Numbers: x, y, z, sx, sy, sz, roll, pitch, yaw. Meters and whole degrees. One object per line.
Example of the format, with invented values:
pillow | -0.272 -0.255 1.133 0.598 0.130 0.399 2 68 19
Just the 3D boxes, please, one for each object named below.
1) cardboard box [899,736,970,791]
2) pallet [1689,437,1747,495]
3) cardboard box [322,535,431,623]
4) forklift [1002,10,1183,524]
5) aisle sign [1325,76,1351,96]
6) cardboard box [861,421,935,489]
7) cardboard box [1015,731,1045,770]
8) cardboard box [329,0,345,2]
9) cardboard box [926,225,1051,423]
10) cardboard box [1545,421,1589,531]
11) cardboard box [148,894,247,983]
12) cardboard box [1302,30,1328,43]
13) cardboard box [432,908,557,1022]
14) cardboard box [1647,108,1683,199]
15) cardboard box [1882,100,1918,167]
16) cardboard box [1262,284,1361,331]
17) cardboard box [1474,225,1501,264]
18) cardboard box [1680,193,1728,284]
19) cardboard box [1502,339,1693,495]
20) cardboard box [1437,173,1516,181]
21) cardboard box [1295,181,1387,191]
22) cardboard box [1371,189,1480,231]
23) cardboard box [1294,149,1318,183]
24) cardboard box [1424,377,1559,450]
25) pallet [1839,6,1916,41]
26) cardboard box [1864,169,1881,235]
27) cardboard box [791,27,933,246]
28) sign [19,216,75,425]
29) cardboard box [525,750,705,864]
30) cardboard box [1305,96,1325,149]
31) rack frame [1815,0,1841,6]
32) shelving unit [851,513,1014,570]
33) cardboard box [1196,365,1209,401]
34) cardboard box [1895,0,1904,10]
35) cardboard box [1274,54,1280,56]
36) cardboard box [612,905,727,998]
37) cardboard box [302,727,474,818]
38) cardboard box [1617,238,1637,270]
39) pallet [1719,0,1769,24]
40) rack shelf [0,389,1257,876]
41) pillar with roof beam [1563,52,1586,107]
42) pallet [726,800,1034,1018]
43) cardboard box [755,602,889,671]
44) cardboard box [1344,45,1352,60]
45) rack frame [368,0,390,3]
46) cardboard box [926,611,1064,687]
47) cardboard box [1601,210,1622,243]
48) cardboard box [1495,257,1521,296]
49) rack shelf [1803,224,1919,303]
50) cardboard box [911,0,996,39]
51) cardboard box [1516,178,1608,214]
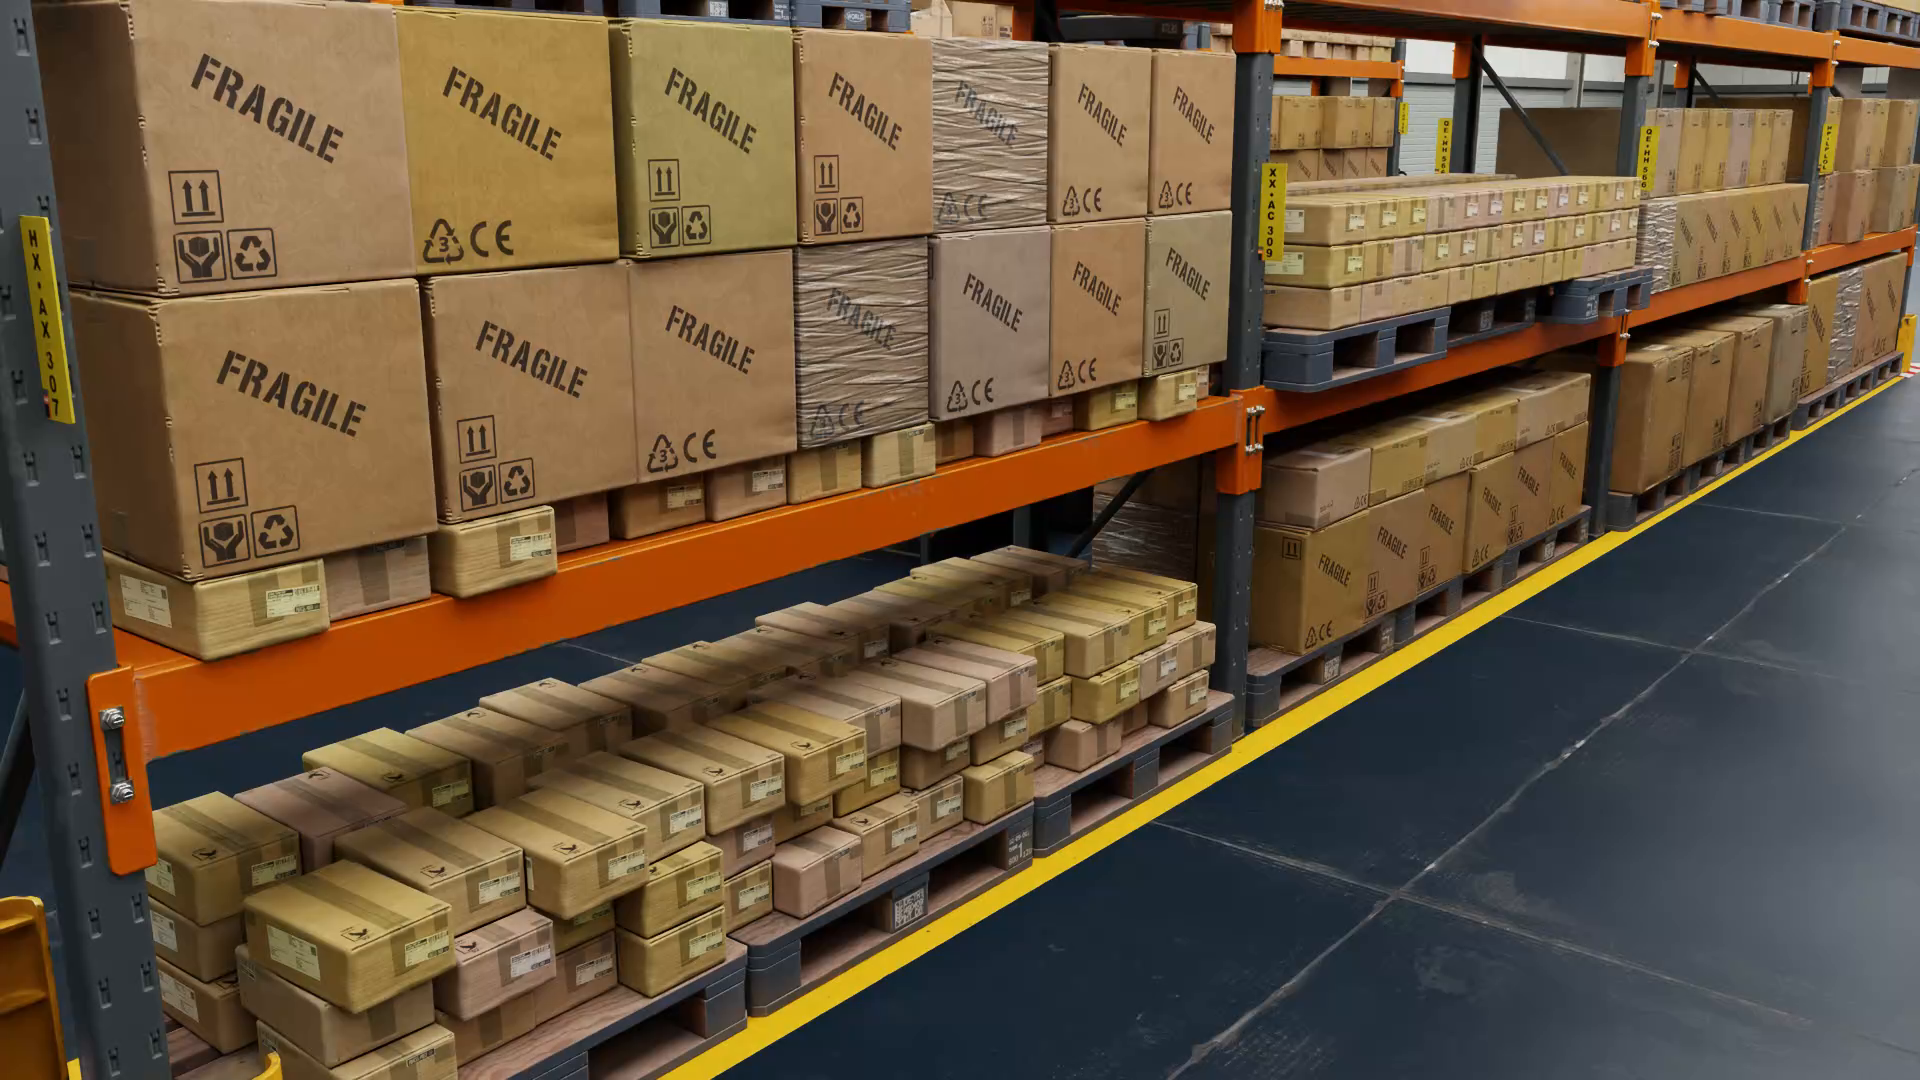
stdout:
cardboard box | -0.193 0.604 4.987 0.380 0.149 0.250 10 17 35
pallet | 4.471 -0.567 10.926 1.003 0.211 1.213 11 18 38
cardboard box | -1.292 0.041 3.380 0.380 0.149 0.250 12 19 40
forklift | 1.124 -1.804 10.271 1.130 2.935 3.031 10 17 35
aisle sign | 4.062 -5.145 18.004 0.394 0.787 0.004 11 18 38
cardboard box | -0.288 -0.257 4.553 0.380 0.149 0.250 12 18 39
cardboard box | 0.050 0.655 5.391 0.380 0.149 0.250 11 18 36
cardboard box | -5.148 -4.382 13.685 0.380 0.149 0.250 11 18 38
cardboard box | -0.090 -0.642 4.752 0.500 0.500 0.500 11 18 37
cardboard box | 2.939 -0.372 8.719 0.500 0.500 0.500 11 18 37
cardboard box | -1.769 0.874 3.922 0.380 0.149 0.250 11 18 36
cardboard box | 3.197 -4.918 15.996 0.500 0.250 0.500 11 18 38
cardboard box | -1.133 0.915 3.761 0.380 0.149 0.250 11 18 37
cardboard box | 3.756 -2.261 9.697 0.700 0.500 0.500 11 18 37
cardboard box | 7.640 -3.490 14.271 0.875 0.550 0.550 11 18 38
cardboard box | 1.241 -0.866 6.099 0.380 0.149 0.250 10 17 35
cardboard box | 2.062 -1.263 7.054 0.380 0.149 0.250 11 18 37
cardboard box | 4.276 -1.833 10.045 0.500 0.500 0.500 11 18 37
cardboard box | 3.602 -0.762 9.748 1.050 0.750 0.750 11 18 37
cardboard box | 2.706 -1.857 8.791 0.380 0.149 0.250 11 18 38
cardboard box | 1.724 -1.559 7.616 0.380 0.149 0.250 11 18 37
cardboard box | 1.894 -1.354 6.811 0.380 0.149 0.250 11 18 37
cardboard box | 3.169 -3.587 16.342 0.500 0.500 0.500 12 18 38
cardboard box | 2.615 -0.632 8.219 0.500 0.250 0.500 12 18 38
pallet | 6.953 -4.111 13.301 1.003 0.211 1.213 11 18 38
cardboard box | 7.201 -2.877 14.050 0.875 0.550 0.550 11 18 38
cardboard box | -0.416 -1.028 4.241 0.500 0.500 0.500 11 18 36
sign | -1.456 -0.350 2.650 0.100 0.325 0.005 11 18 38
cardboard box | -0.856 0.668 4.132 0.380 0.149 0.250 10 17 35
cardboard box | 3.127 -4.087 16.283 0.700 0.500 0.500 11 18 37
rack frame | 5.664 -5.220 11.395 1.000 3.000 0.127 11 18 38
shelving unit | -0.062 -0.516 8.869 0.538 1.125 1.048 10 17 35
cardboard box | 0.638 -0.568 5.776 0.380 0.149 0.250 11 18 37
cardboard box | 7.113 -4.205 12.945 0.380 0.149 0.250 12 18 38
cardboard box | 2.779 -4.610 15.597 0.380 0.149 0.250 11 18 36
cardboard box | -0.803 0.970 4.151 0.380 0.149 0.250 12 18 38
cardboard box | -1.476 0.626 4.294 0.380 0.149 0.250 11 18 36
cardboard box | 3.197 -1.463 8.446 0.380 0.149 0.250 12 18 38
pallet | 4.214 -3.255 10.135 1.003 0.211 1.213 12 19 40
rack shelf | -0.621 -0.049 4.684 1.077 0.370 4.000 11 18 38
pillar with roof beam | 17.695 -11.436 35.865 9.100 9.000 0.400 11 18 38
pallet | -0.525 0.940 4.995 1.003 0.211 1.213 11 18 38
cardboard box | -0.452 0.333 5.451 0.380 0.149 0.250 12 18 39
cardboard box | 3.722 -4.909 16.773 0.380 0.149 0.250 11 18 38
rack frame | -3.278 -1.527 9.042 1.000 3.000 0.127 11 18 38
cardboard box | 0.110 0.359 5.345 0.380 0.149 0.250 12 19 39
cardboard box | 3.027 -1.556 8.209 0.380 0.149 0.250 12 19 40
cardboard box | 2.218 -1.165 7.275 0.380 0.149 0.250 10 17 35
rack shelf | 6.921 -2.347 13.730 1.077 0.370 4.000 11 18 38
cardboard box | -0.161 -3.975 12.384 0.700 0.500 0.500 11 18 38
cardboard box | 2.874 -1.654 7.990 0.380 0.149 0.250 12 19 39
